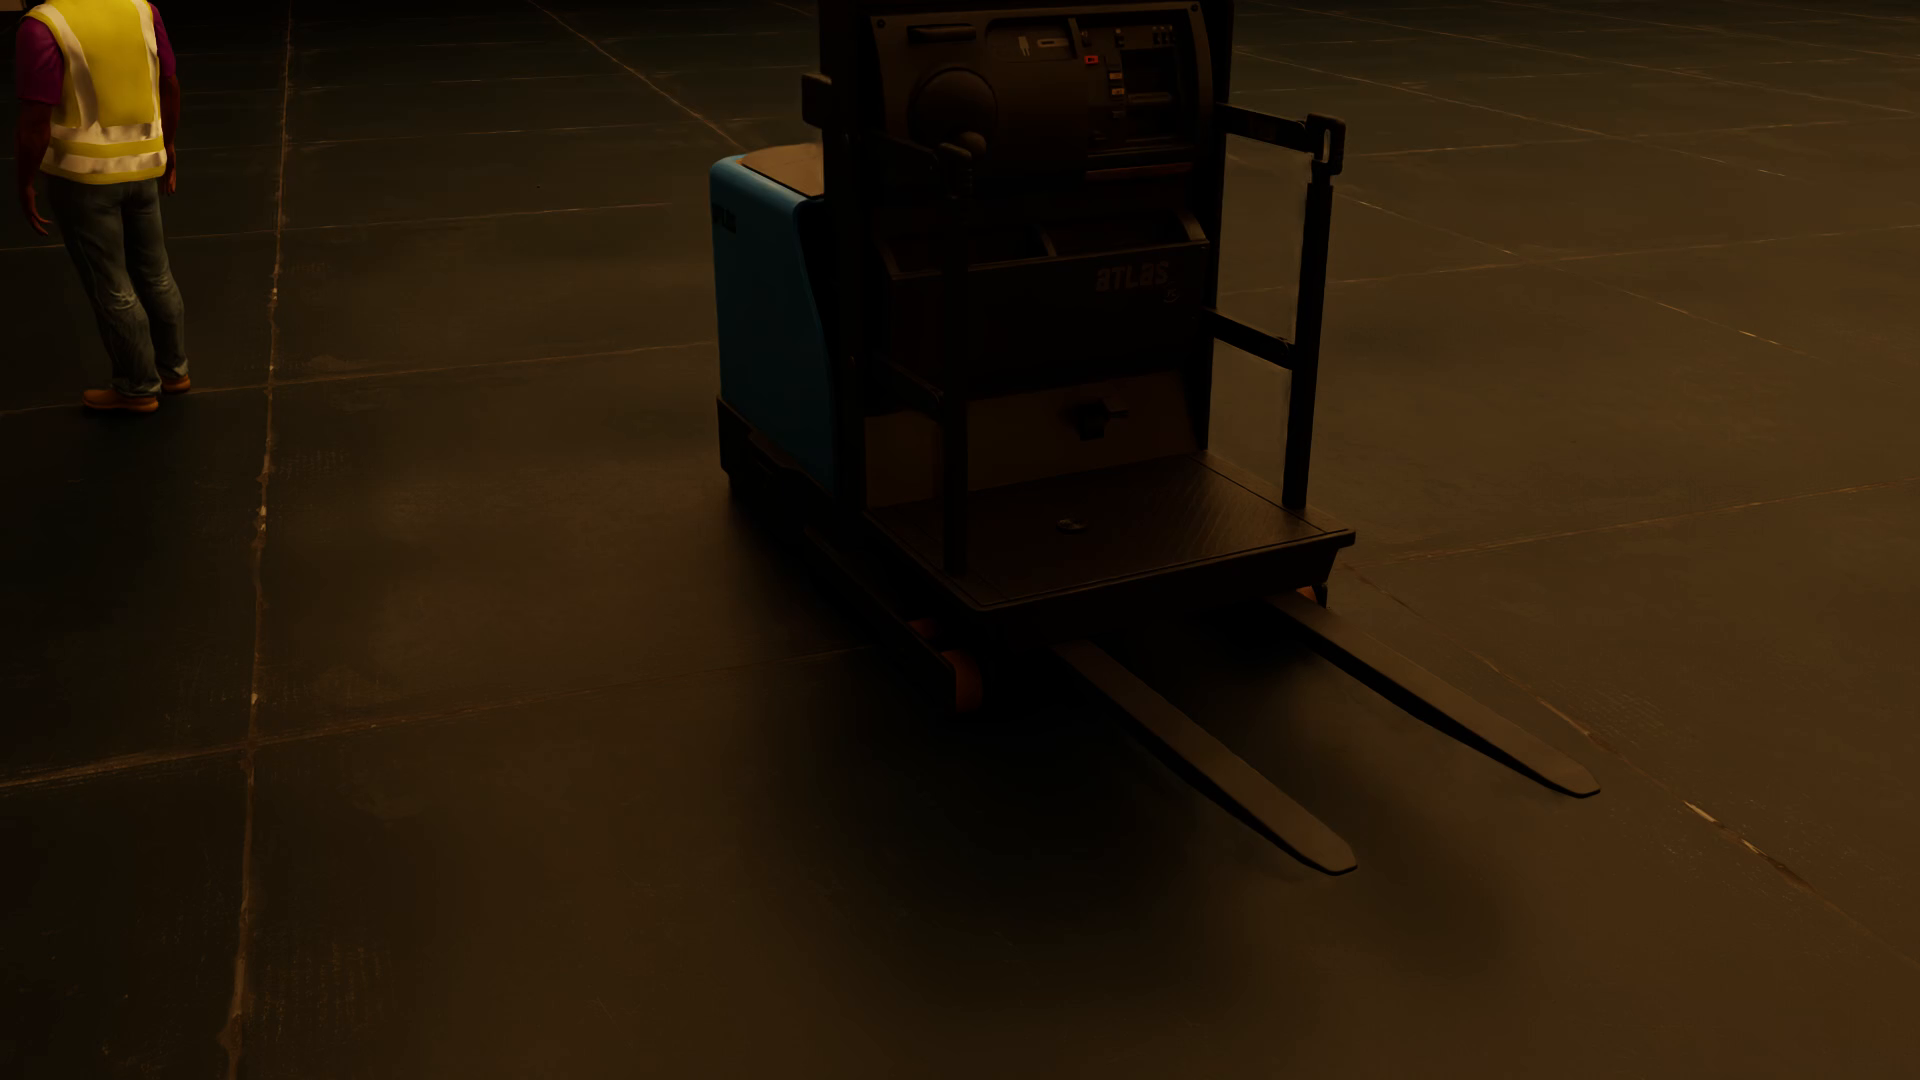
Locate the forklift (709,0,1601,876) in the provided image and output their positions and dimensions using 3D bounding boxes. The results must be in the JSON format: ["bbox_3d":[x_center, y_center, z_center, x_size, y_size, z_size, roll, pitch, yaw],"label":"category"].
[{"bbox_3d":[0.314,-1.117,3.954,1.130,2.935,3.031,-11,25,-24],"label":"forklift"}]

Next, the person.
[{"bbox_3d":[-3.102,-1.321,5.928,0.565,1.768,0.665,10,25,22],"label":"person"}]
